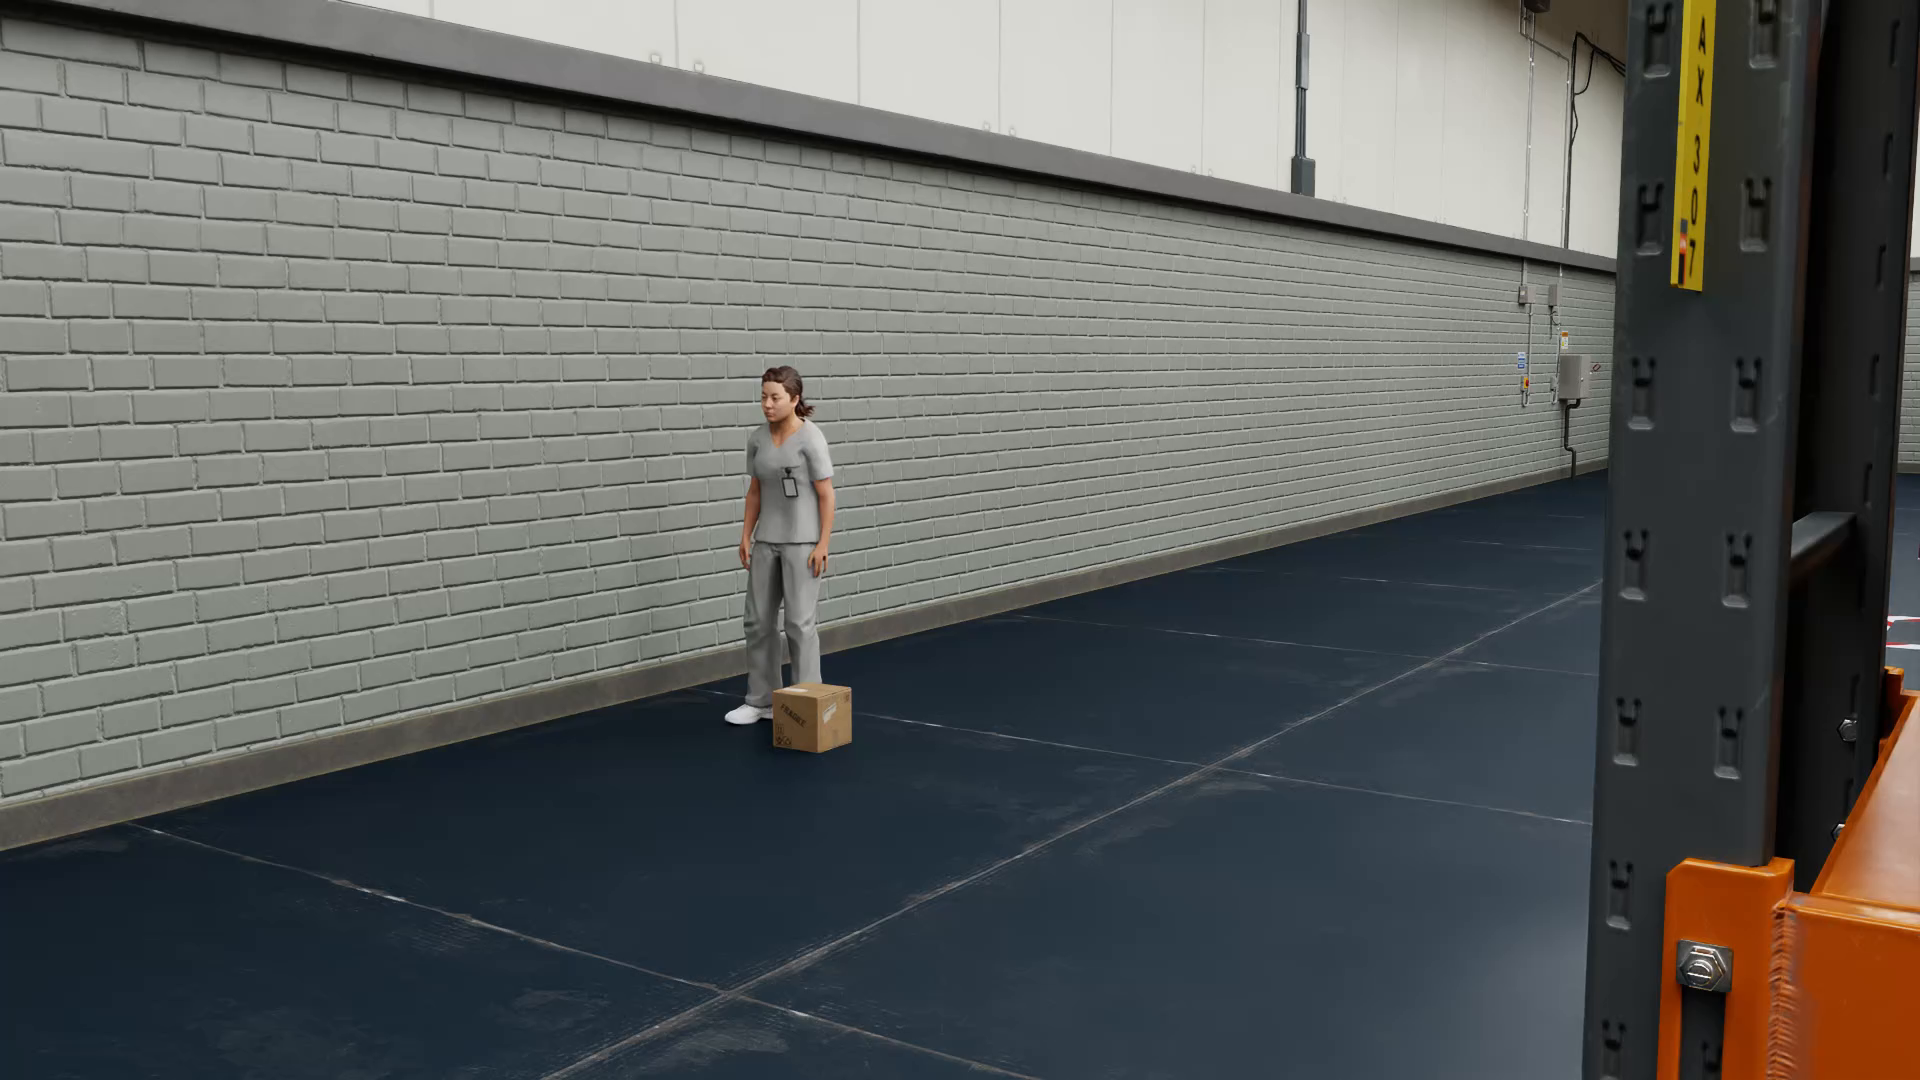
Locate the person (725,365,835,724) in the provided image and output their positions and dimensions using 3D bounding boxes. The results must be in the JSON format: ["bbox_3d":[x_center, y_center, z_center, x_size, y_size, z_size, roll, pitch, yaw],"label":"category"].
[{"bbox_3d":[-0.812,0.033,7.681,0.507,1.671,0.358,4,7,30],"label":"person"}]
